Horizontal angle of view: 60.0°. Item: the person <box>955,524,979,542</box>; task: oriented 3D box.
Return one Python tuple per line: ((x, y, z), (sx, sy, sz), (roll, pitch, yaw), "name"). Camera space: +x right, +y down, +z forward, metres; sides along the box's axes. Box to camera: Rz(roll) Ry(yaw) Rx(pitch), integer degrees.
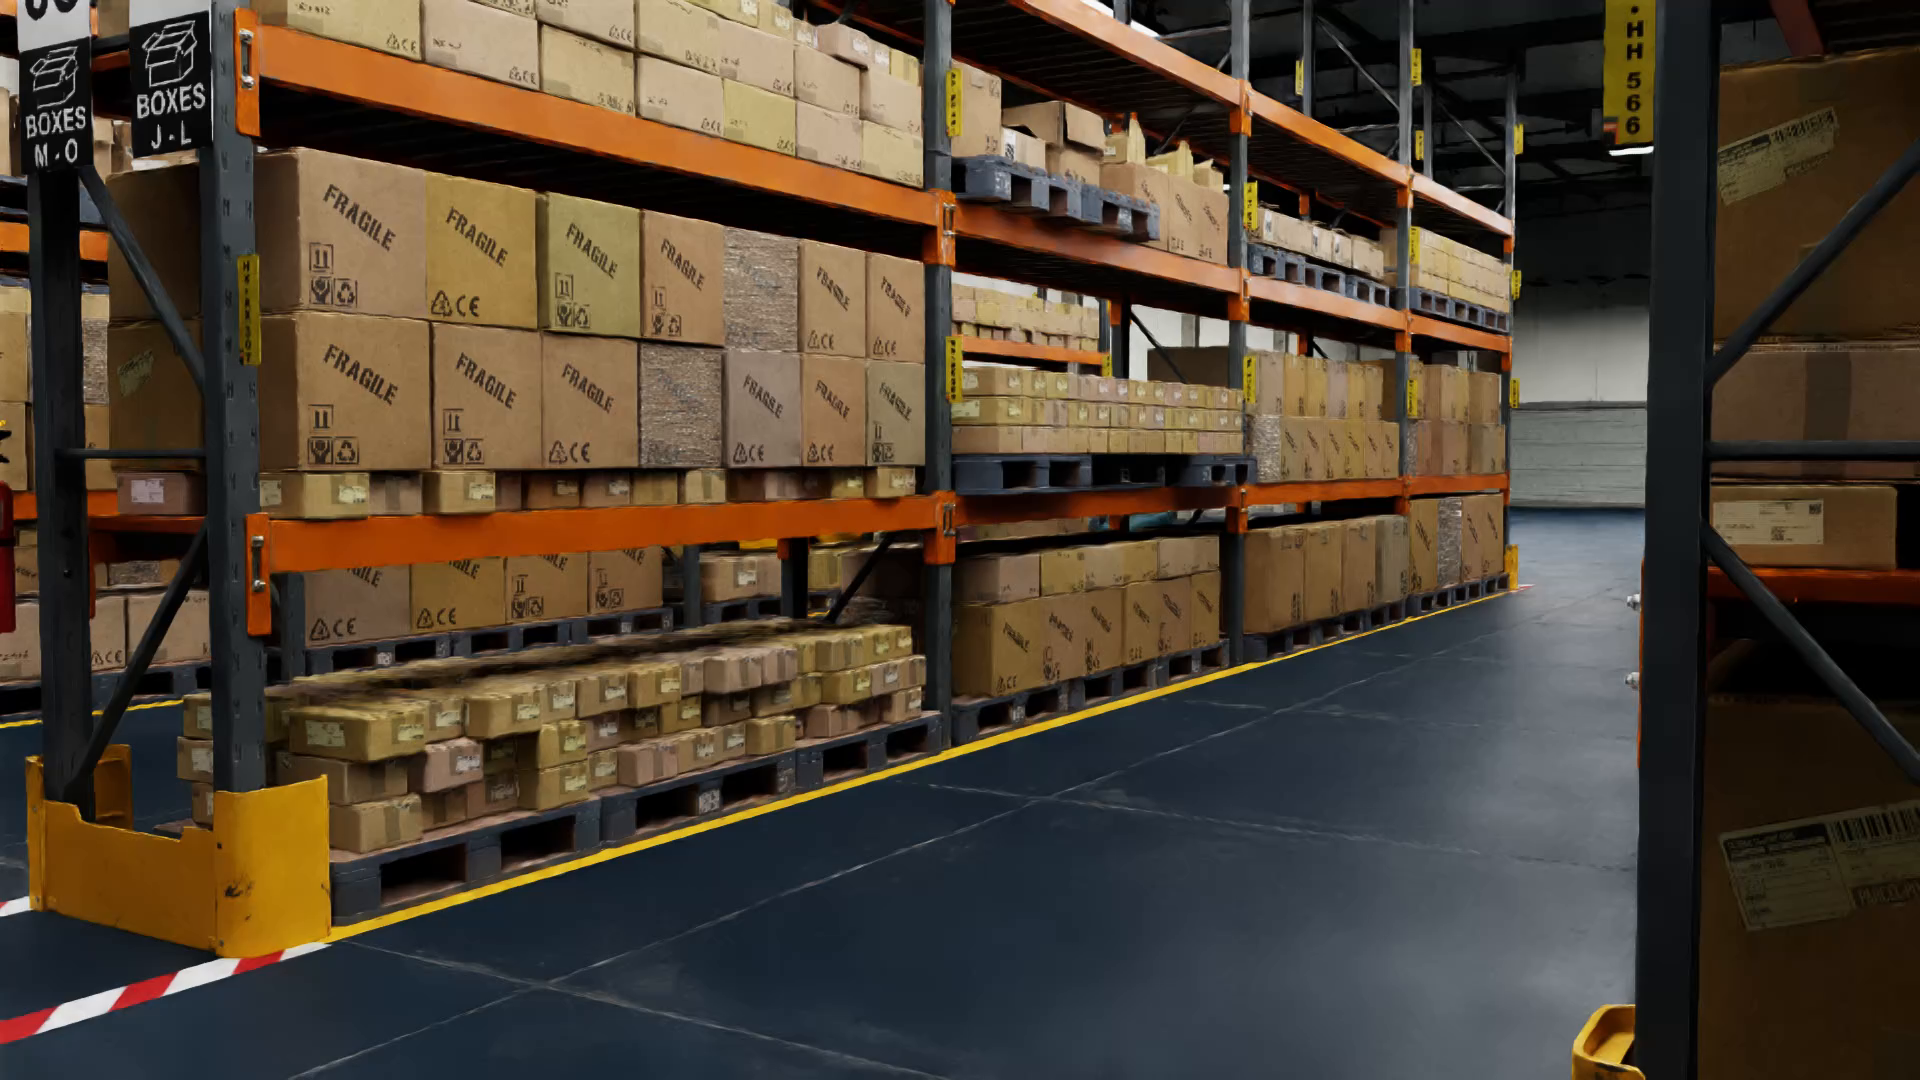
((-0.013, -0.097, 14.721), (0.620, 1.652, 0.761), (0, 3, 9), "person")
